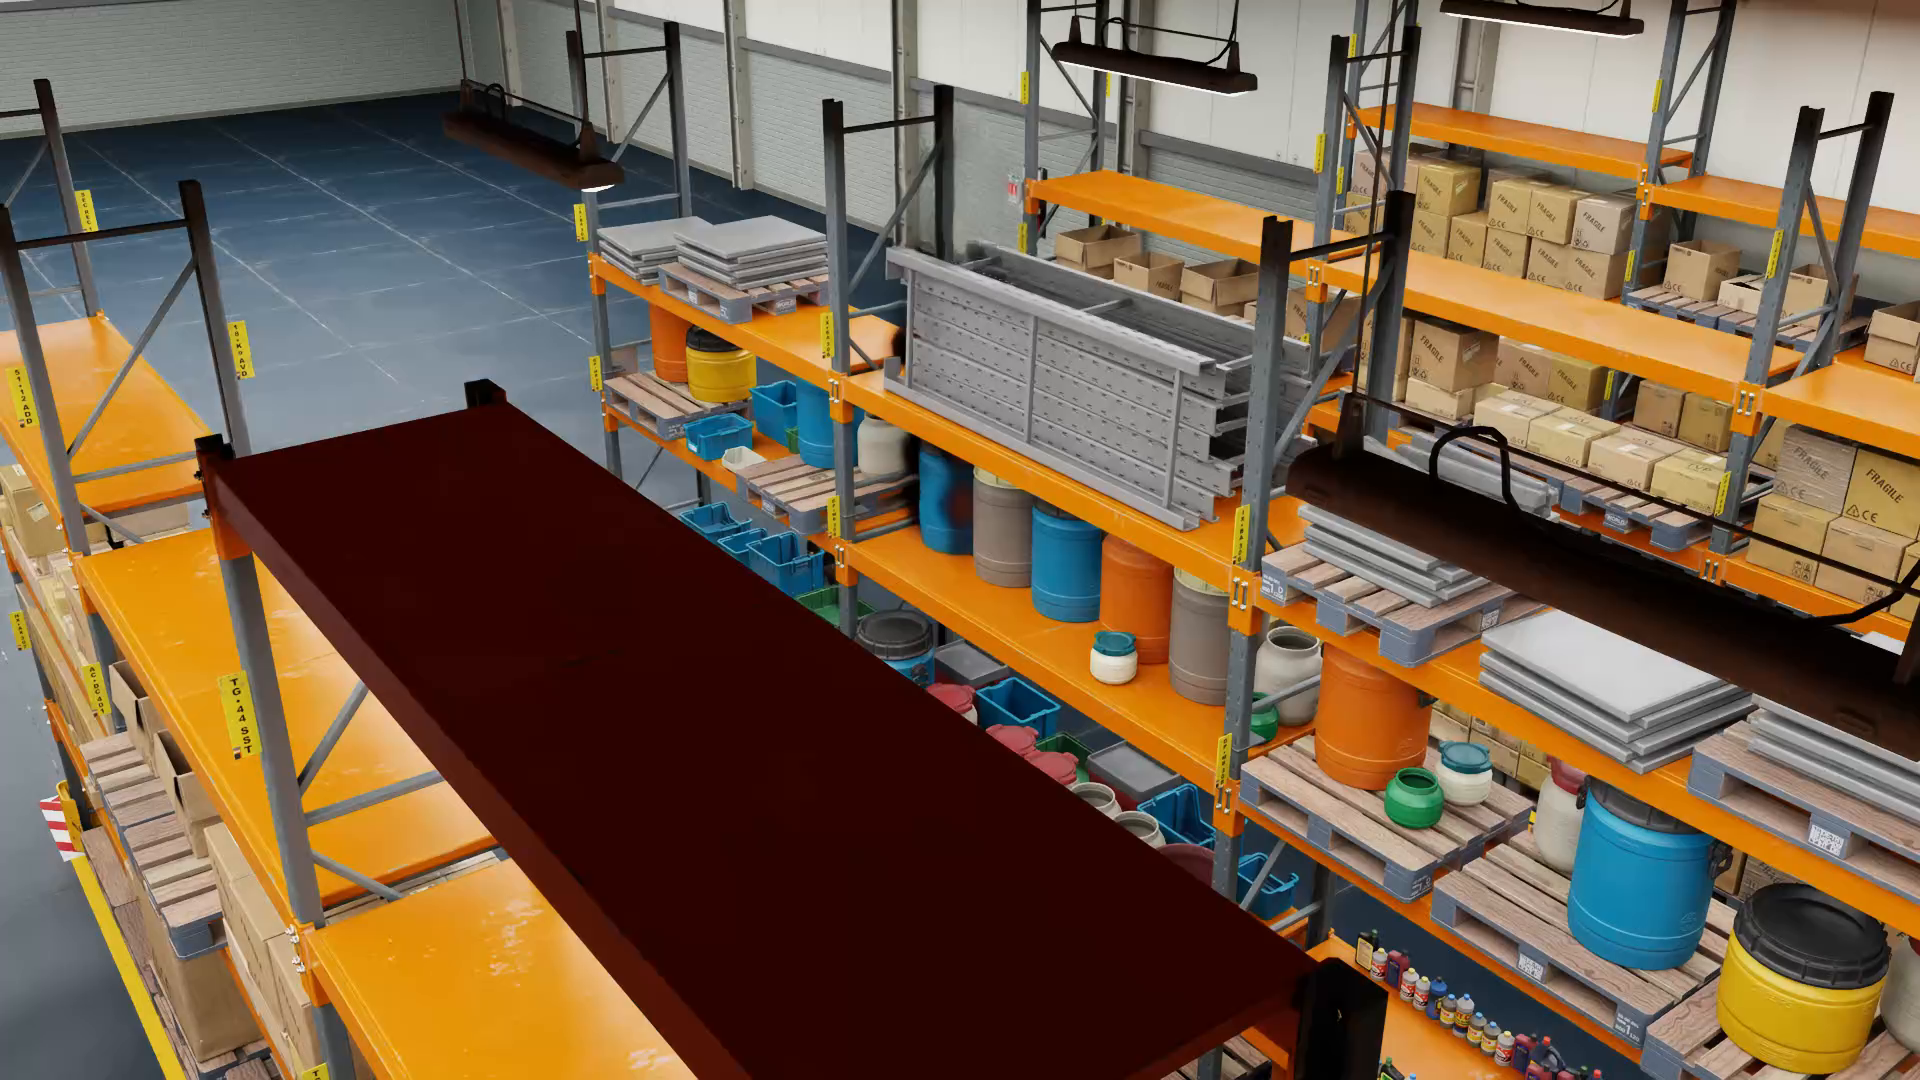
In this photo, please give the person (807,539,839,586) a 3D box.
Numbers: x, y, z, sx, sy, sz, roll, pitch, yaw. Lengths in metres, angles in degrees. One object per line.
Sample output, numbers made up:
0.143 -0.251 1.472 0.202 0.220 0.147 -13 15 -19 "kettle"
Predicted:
-1.313 0.229 16.459 0.637 1.772 0.709 -20 31 -36 "person"
